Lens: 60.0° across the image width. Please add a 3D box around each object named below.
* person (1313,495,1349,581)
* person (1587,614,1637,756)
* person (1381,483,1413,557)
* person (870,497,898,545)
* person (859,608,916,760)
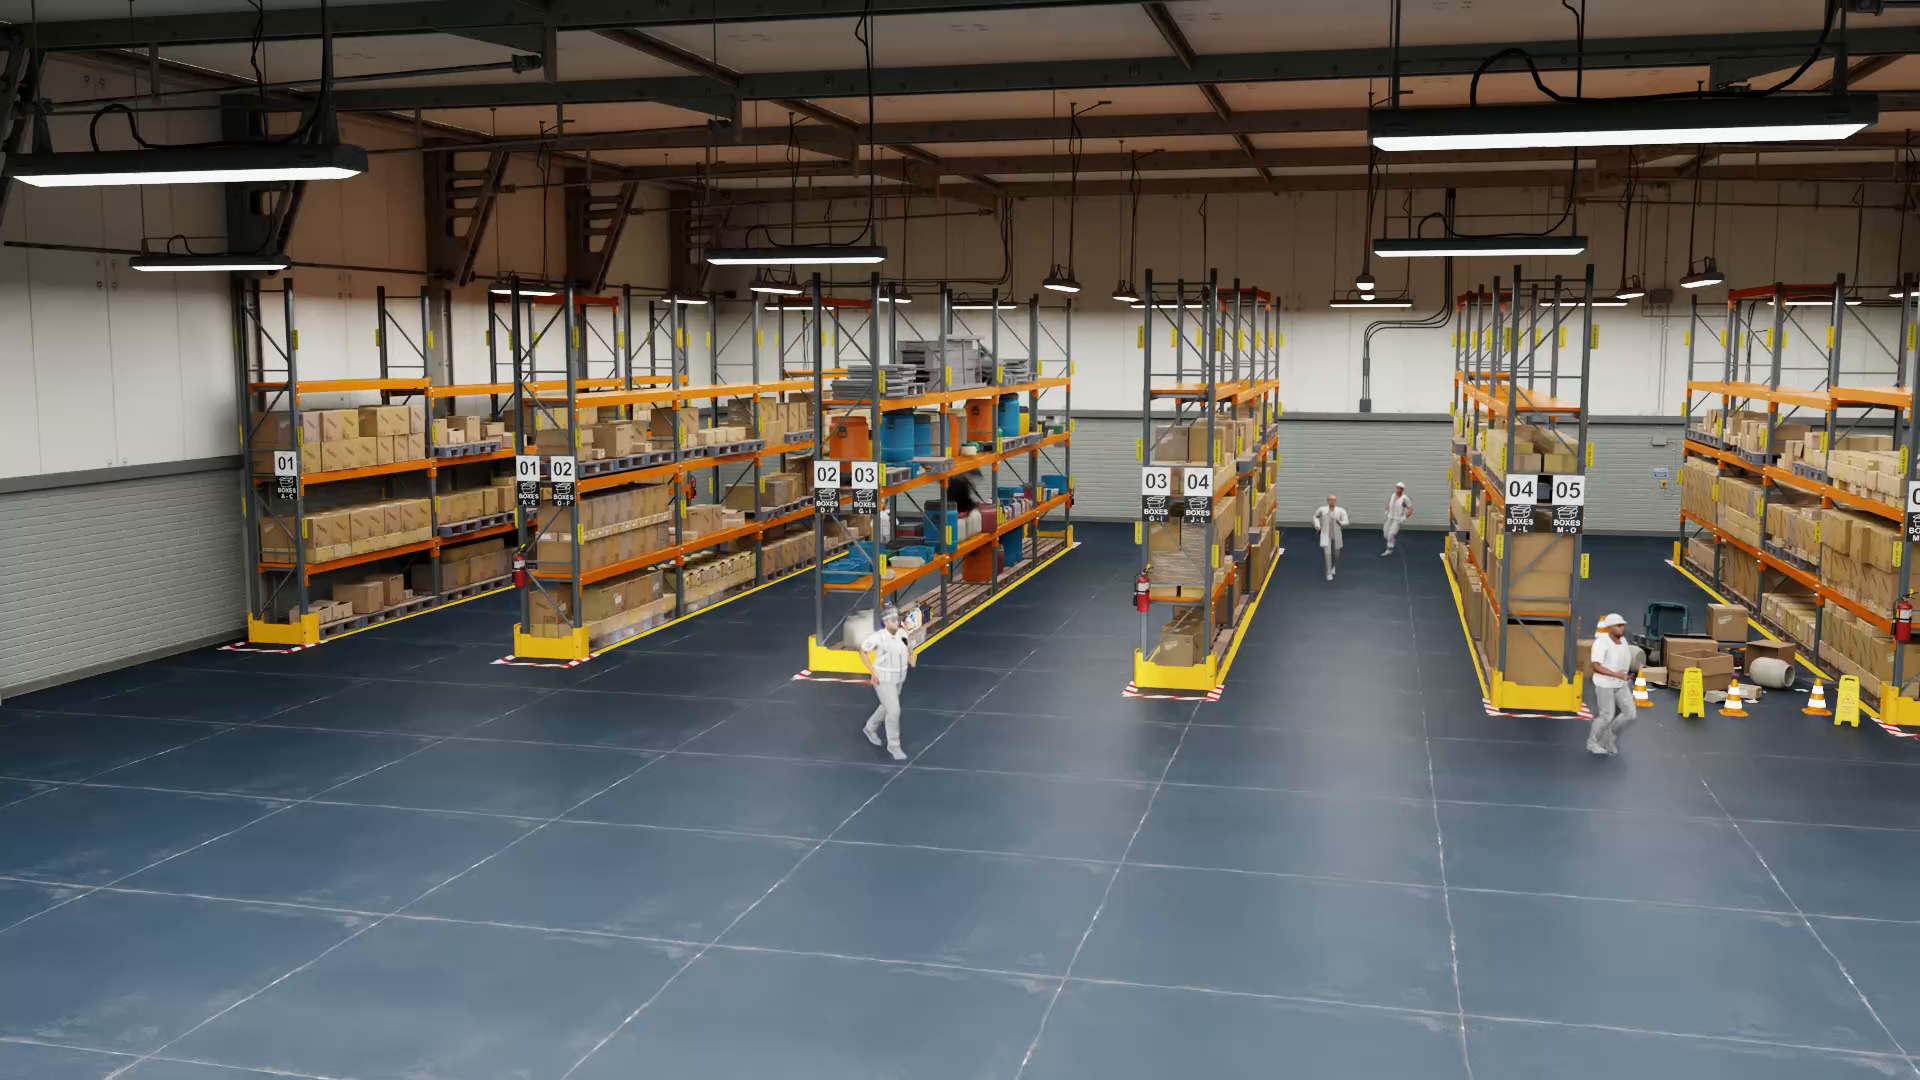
[{"bbox_3d":[7.772,-0.074,34.857,0.710,1.753,1.054,1,7,6],"label":"person"},{"bbox_3d":[7.872,1.751,19.971,0.722,1.752,0.659,-4,8,-28],"label":"person"},{"bbox_3d":[10.168,-0.477,38.570,0.614,1.732,0.722,-7,10,-44],"label":"person"},{"bbox_3d":[-1.635,-0.105,35.660,0.591,1.656,0.599,0,7,3],"label":"person"},{"bbox_3d":[-0.887,1.703,20.212,0.854,1.827,0.655,6,9,40],"label":"person"}]
